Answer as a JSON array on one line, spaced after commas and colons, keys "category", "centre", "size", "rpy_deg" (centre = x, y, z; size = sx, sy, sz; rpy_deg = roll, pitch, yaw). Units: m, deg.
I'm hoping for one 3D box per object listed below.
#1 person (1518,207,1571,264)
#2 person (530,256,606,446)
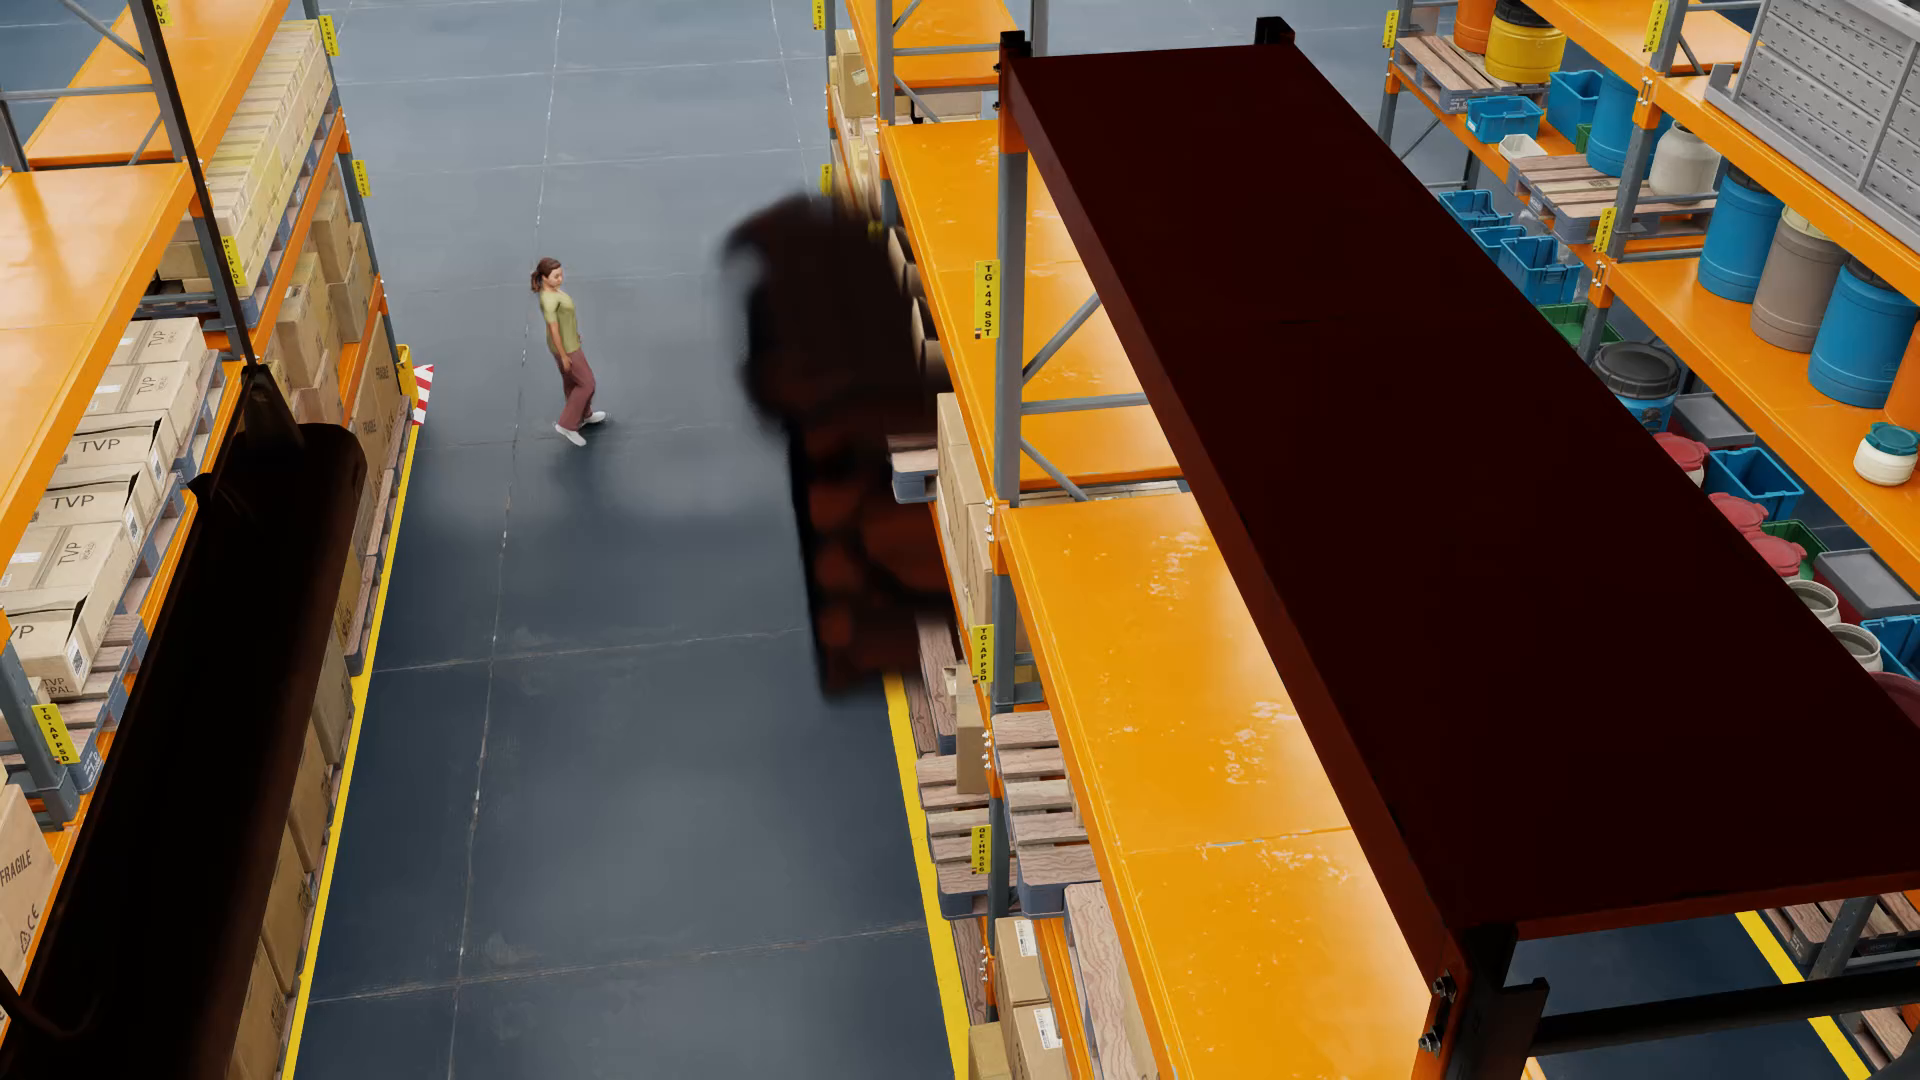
[{"category": "person", "centre": [5.820, -3.086, 16.183], "size": [0.583, 1.837, 0.642], "rpy_deg": [-6, 37, -9]}, {"category": "person", "centre": [-3.363, -1.655, 14.301], "size": [0.498, 1.687, 0.535], "rpy_deg": [-16, 39, -20]}]
